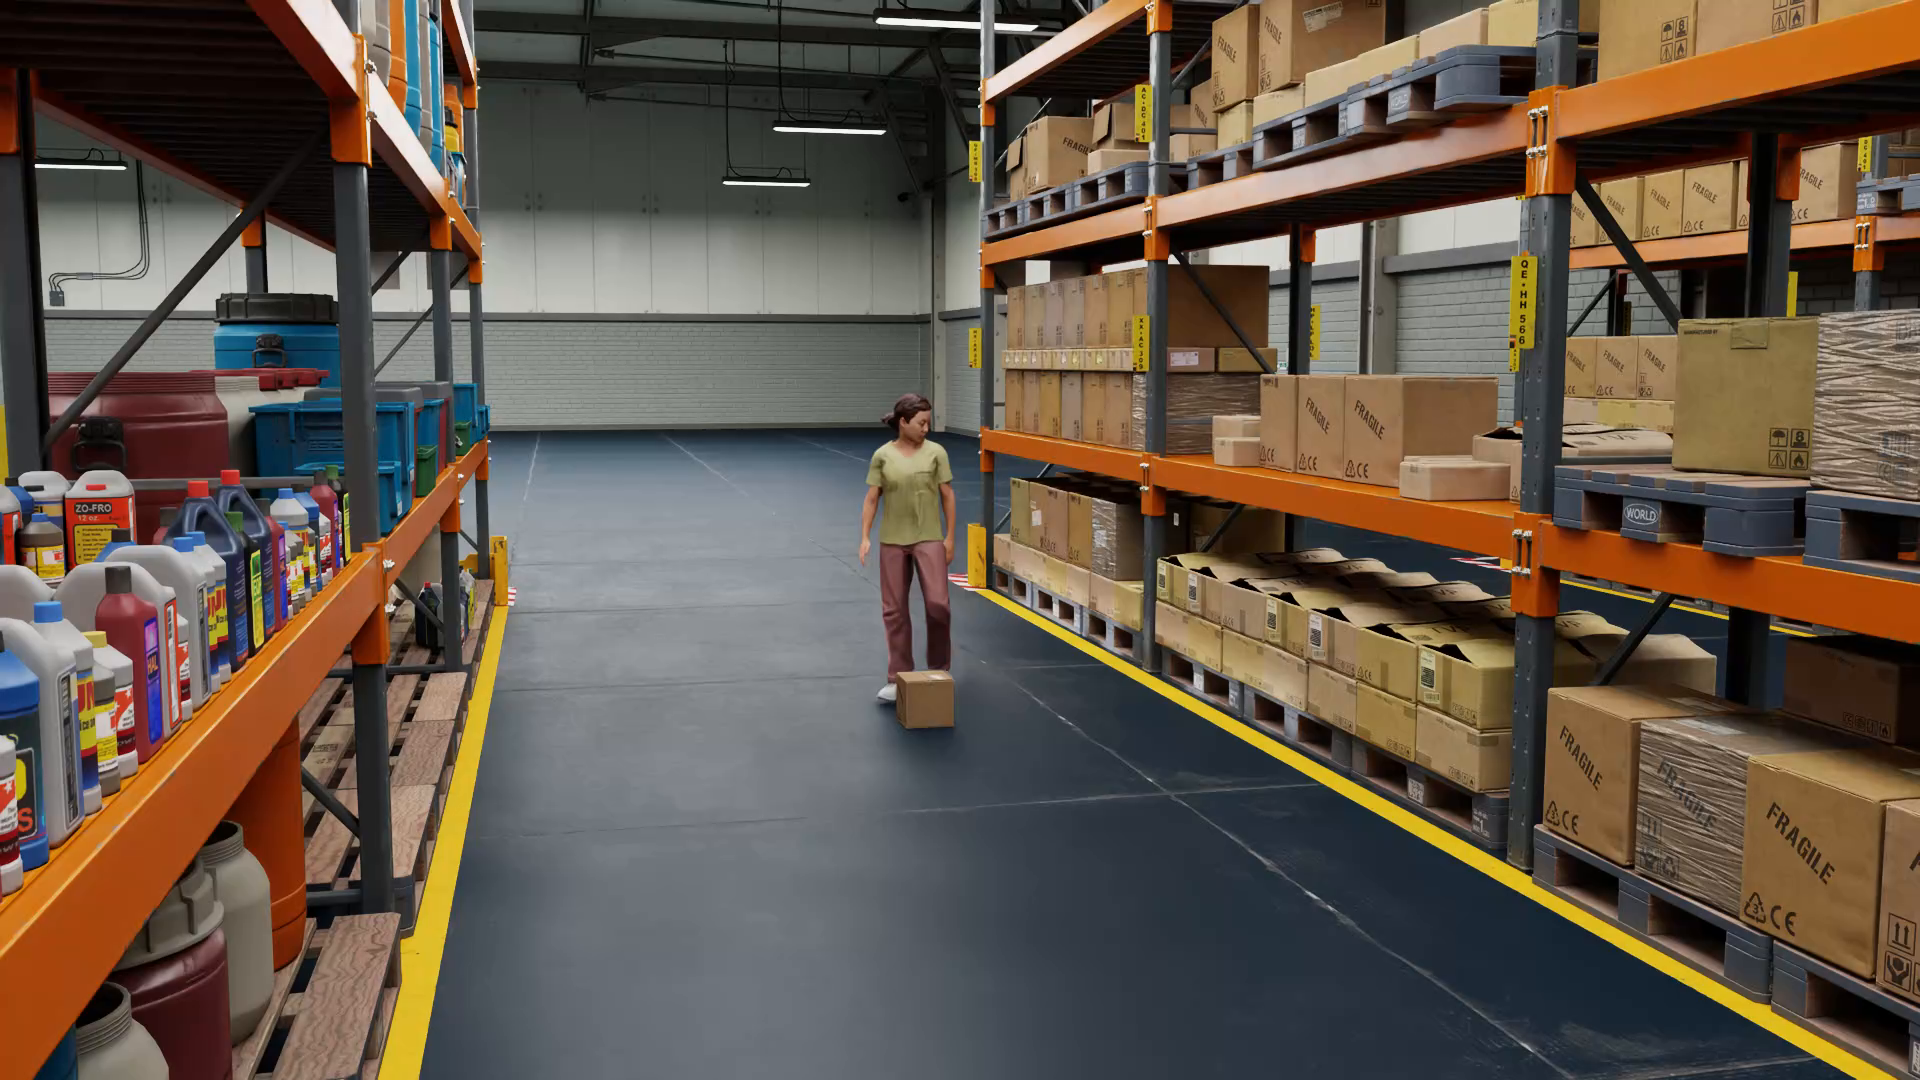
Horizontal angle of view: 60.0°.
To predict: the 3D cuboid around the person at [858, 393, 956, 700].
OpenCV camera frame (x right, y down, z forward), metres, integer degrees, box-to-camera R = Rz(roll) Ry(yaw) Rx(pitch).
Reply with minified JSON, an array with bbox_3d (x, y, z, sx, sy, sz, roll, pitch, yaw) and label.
[{"bbox_3d":[-0.280,0.041,9.088,0.509,1.686,0.404,1,6,10],"label":"person"}]
